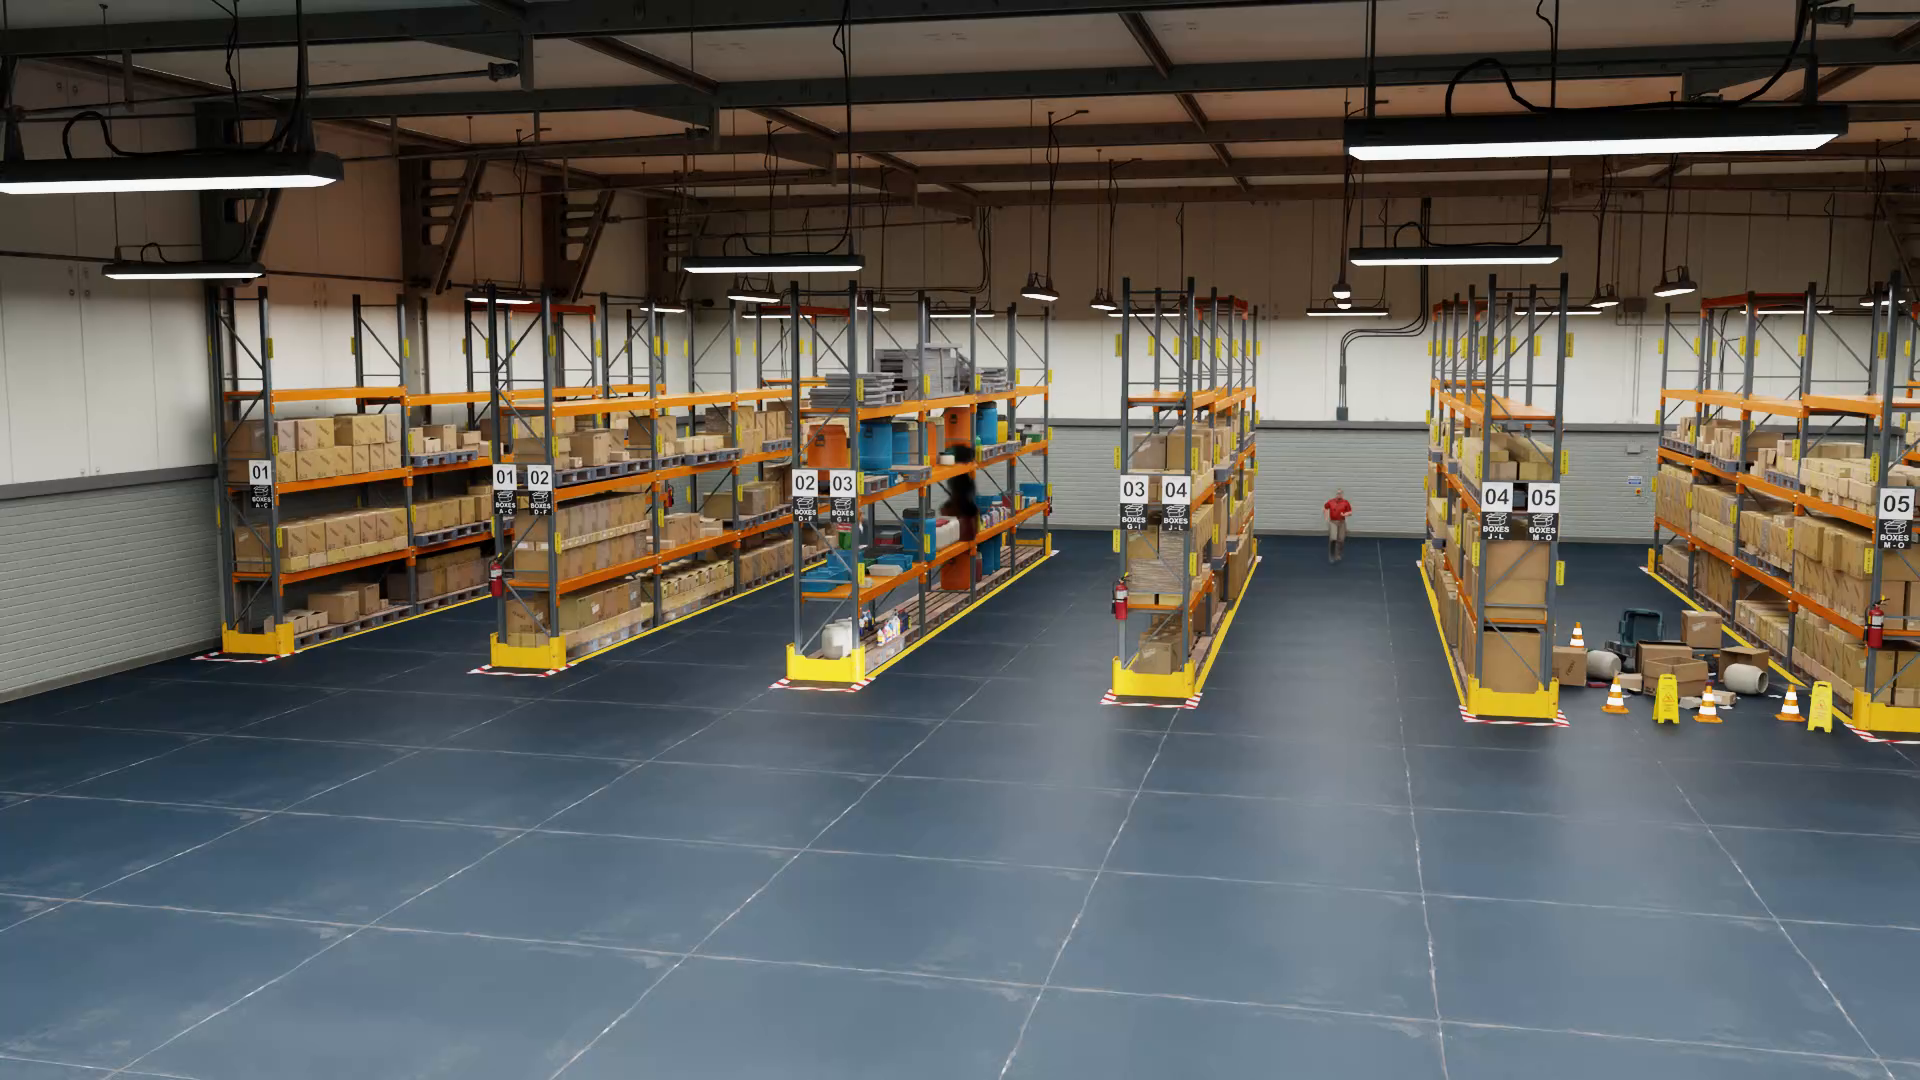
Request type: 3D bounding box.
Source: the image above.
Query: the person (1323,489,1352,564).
[{"bbox_3d":[8.843,-0.310,38.923,0.630,1.767,0.737,1,7,5],"label":"person"}]

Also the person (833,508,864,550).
[{"bbox_3d":[-2.383,-0.138,34.676,0.640,1.822,0.766,2,7,20],"label":"person"}]
